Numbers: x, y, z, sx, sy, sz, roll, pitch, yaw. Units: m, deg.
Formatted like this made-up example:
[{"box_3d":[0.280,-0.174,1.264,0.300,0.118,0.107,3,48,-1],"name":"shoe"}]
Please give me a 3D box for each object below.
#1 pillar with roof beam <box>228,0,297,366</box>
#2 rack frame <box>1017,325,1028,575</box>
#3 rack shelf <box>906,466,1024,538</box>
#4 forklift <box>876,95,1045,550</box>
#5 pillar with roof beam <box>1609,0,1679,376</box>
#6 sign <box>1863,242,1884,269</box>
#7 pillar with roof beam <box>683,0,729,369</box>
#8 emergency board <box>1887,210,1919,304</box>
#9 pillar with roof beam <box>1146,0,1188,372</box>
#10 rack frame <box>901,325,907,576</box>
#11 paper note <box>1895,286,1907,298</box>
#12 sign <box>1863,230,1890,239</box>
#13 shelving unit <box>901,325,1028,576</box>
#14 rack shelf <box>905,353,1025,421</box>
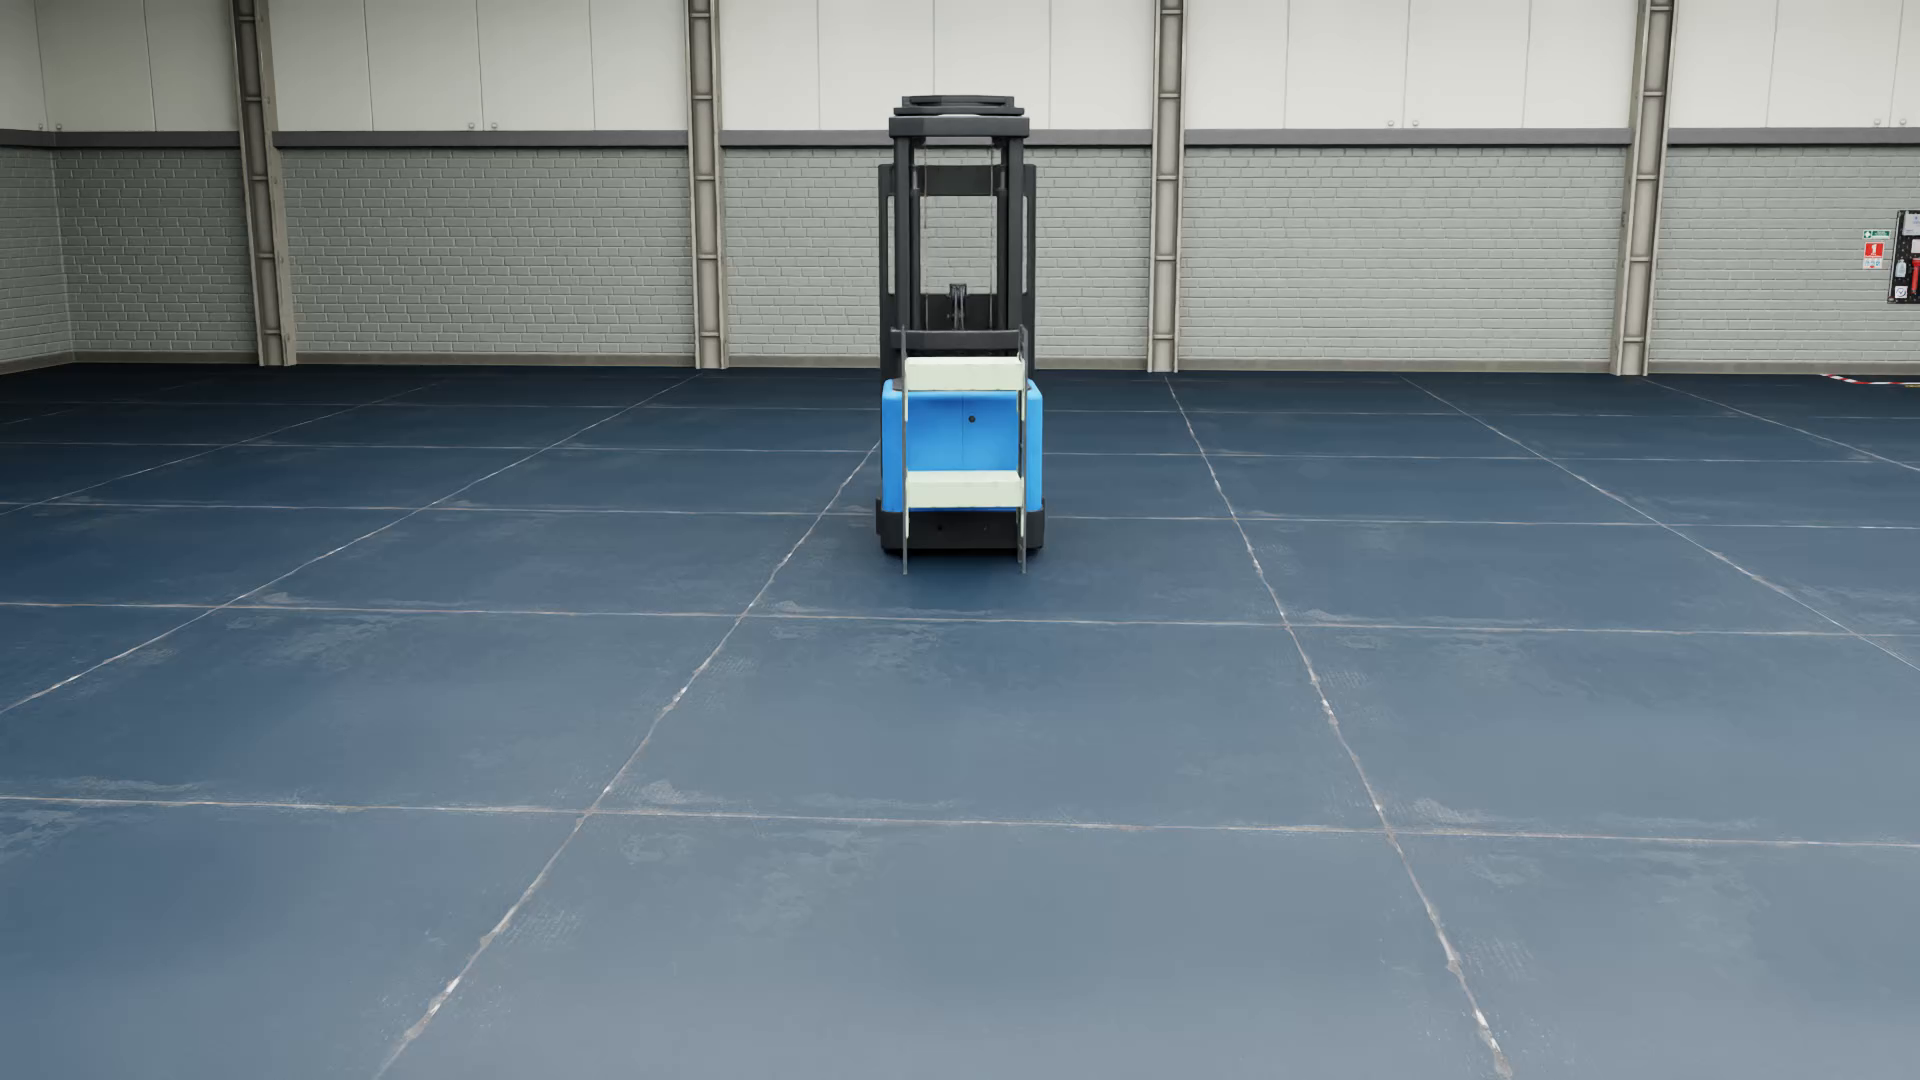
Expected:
[{"box_3d":[-9.596,-5.919,17.588,0.400,9.000,9.100,1,12,4],"name":"pillar with roof beam"},{"box_3d":[0.387,-0.562,10.290,0.023,1.500,0.400,0,12,-2],"name":"rack frame"},{"box_3d":[0.021,-0.240,10.342,0.720,0.370,0.431,0,12,-2],"name":"rack shelf"},{"box_3d":[-0.027,-1.618,11.846,1.130,2.935,3.031,0,12,-2],"name":"forklift"},{"box_3d":[8.364,-5.673,16.411,0.400,9.000,9.100,1,12,4],"name":"pillar with roof beam"},{"box_3d":[11.630,-3.622,21.169,0.234,0.329,0.001,1,12,4],"name":"sign"},{"box_3d":[-3.610,-5.837,17.195,0.400,9.000,9.100,1,12,4],"name":"pillar with roof beam"},{"box_3d":[12.175,-3.576,21.036,0.643,1.169,0.194,1,12,4],"name":"emergency board"},{"box_3d":[2.377,-5.755,16.803,0.400,9.000,9.100,1,12,4],"name":"pillar with roof beam"},{"box_3d":[-0.345,-0.556,10.261,0.023,1.500,0.400,0,12,-2],"name":"rack frame"},{"box_3d":[12.003,-3.161,21.205,0.142,0.148,0.016,1,12,4],"name":"paper note"},{"box_3d":[11.634,-3.879,21.106,0.331,0.109,0.001,1,12,4],"name":"sign"},{"box_3d":[0.021,-0.559,10.276,0.755,1.500,0.431,0,12,-2],"name":"shelving unit"},{"box_3d":[0.021,-0.941,10.196,0.720,0.370,0.431,0,12,-2],"name":"rack shelf"}]
